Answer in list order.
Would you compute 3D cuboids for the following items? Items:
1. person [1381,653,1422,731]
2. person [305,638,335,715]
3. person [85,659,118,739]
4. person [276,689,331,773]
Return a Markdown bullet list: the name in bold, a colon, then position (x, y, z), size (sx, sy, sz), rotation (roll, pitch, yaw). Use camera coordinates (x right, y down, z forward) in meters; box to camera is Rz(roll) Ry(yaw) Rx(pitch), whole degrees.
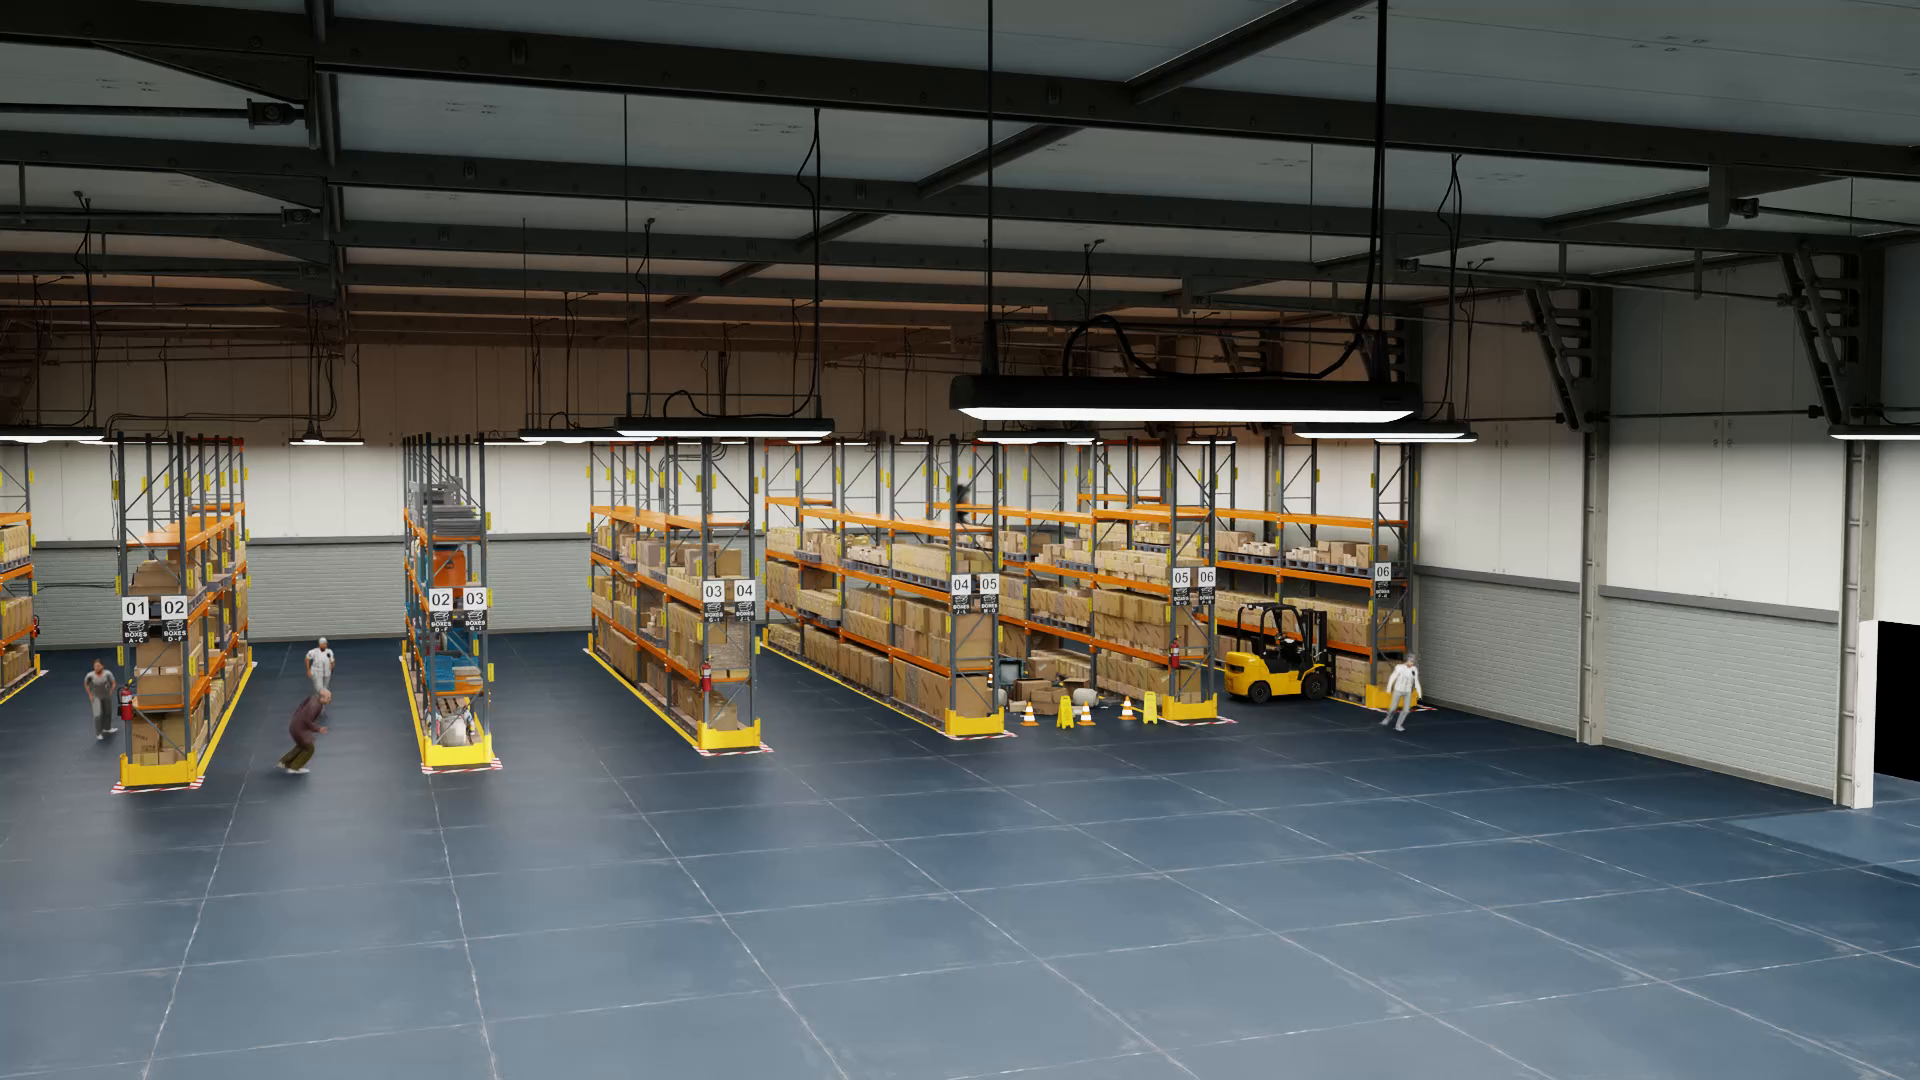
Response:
- **person**: position (8.920, 3.061, 33.566), size (0.728, 1.590, 0.628), rotation (0, 3, -1)
- **person**: position (-13.760, 2.935, 35.794), size (0.549, 1.683, 0.815), rotation (-3, 4, -41)
- **person**: position (-16.948, 3.121, 32.868), size (0.632, 1.596, 0.859), rotation (-3, 4, -41)
- **person**: position (-11.504, 3.359, 29.147), size (0.931, 1.499, 0.739), rotation (-1, 3, -21)
